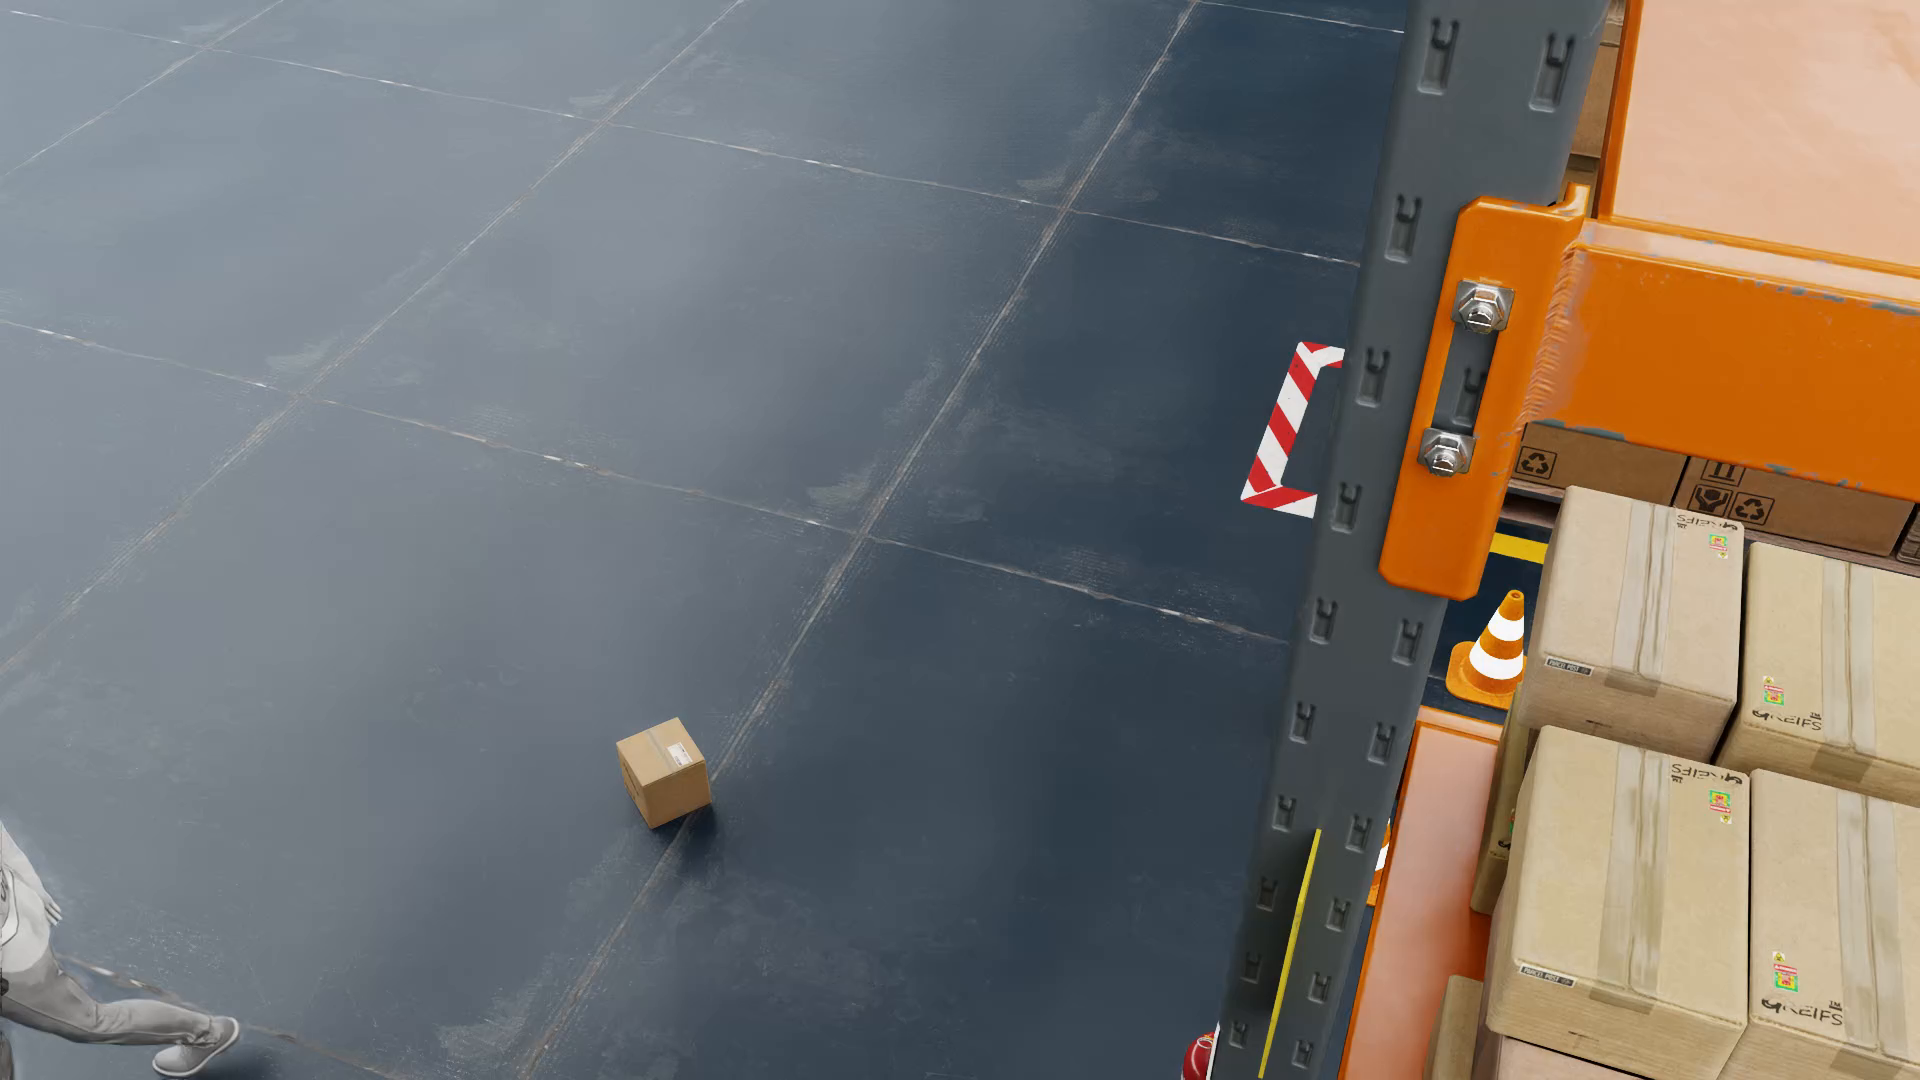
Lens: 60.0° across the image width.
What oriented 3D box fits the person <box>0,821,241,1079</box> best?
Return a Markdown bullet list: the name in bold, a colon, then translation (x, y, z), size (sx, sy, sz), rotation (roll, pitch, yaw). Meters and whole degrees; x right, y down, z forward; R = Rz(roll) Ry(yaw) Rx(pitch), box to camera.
- **person**: translation (-2.795, 1.190, 4.796), size (0.983, 1.640, 0.502), rotation (-20, 46, -21)
